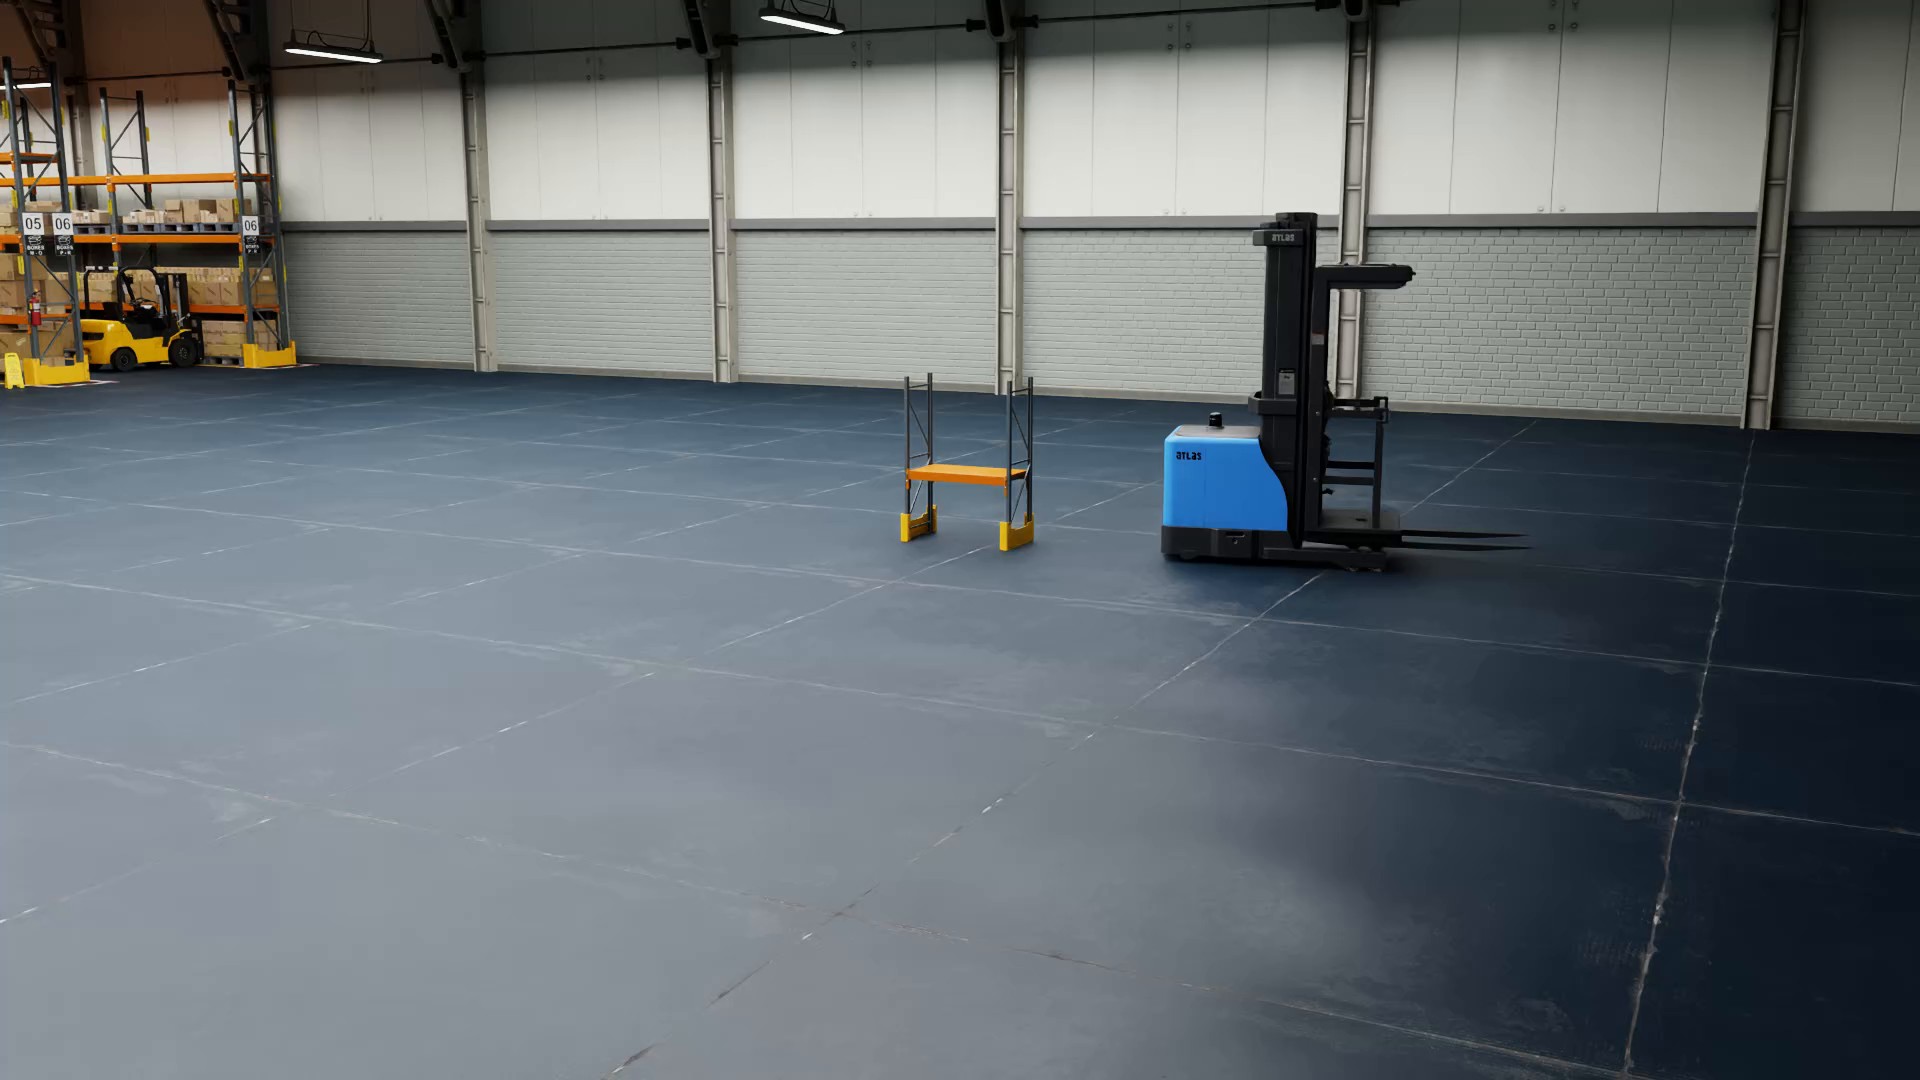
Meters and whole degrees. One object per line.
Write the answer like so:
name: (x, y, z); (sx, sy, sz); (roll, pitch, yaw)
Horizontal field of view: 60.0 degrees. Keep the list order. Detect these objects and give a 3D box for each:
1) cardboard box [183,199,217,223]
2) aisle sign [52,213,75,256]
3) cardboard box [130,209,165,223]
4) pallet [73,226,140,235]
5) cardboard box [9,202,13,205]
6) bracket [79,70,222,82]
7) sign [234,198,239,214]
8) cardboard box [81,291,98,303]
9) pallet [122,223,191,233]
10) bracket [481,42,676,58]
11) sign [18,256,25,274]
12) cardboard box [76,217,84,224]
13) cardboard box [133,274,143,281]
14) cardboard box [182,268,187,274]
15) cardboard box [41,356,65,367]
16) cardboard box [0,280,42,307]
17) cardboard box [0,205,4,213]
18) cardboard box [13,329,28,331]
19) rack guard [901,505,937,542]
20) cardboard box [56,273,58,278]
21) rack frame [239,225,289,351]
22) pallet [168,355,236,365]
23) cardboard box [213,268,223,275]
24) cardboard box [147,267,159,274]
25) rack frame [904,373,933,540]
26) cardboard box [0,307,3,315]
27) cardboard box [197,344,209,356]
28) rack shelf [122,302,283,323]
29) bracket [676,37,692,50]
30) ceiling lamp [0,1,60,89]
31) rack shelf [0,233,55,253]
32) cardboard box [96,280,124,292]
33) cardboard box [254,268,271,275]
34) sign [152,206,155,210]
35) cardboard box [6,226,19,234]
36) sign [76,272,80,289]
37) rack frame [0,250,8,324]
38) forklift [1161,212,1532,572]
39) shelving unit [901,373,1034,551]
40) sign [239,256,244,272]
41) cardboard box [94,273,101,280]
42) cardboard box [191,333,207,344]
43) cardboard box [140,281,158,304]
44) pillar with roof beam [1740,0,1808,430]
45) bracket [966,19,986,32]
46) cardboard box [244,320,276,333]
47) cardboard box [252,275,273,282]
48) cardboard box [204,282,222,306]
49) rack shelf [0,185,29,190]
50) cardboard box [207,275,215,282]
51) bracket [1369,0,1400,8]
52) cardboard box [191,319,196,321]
cardboard box: (-16.431, -7.154, 36.193); (0.500, 0.500, 0.700); (5, 11, 26)
aisle sign: (-17.053, -5.811, 31.637); (0.004, 0.787, 0.394); (5, 11, 26)
cardboard box: (-18.001, -7.179, 36.862); (0.500, 0.311, 0.500); (5, 12, 27)
pallet: (-19.436, -7.045, 37.868); (1.217, 0.209, 0.805); (5, 11, 24)
cardboard box: (-21.685, -7.596, 38.634); (0.500, 0.500, 0.500); (5, 11, 26)
bracket: (-18.118, -10.382, 37.236); (4.783, 0.066, 0.076); (5, 11, 26)
sign: (-15.305, -7.068, 35.192); (0.005, 0.325, 0.100); (5, 11, 26)
cardboard box: (-19.661, -5.558, 37.961); (0.500, 0.250, 0.500); (5, 11, 25)
pallet: (-17.863, -6.965, 37.137); (1.213, 0.211, 1.003); (5, 11, 26)
bracket: (-7.356, -9.436, 32.012); (4.783, 0.066, 0.076); (5, 11, 26)
sign: (-17.509, -5.126, 31.009); (0.005, 0.325, 0.100); (5, 11, 26)
cardboard box: (-19.760, -7.242, 37.665); (0.250, 0.149, 0.380); (5, 11, 26)
cardboard box: (-18.237, -5.877, 37.196); (0.250, 0.149, 0.380); (5, 12, 27)
cardboard box: (-16.845, -5.910, 36.543); (0.250, 0.149, 0.380); (5, 11, 27)
cardboard box: (-17.846, -3.449, 32.424); (0.500, 0.250, 0.500); (5, 11, 25)
cardboard box: (-17.854, -4.682, 31.579); (0.500, 0.500, 0.500); (5, 11, 25)
cardboard box: (-17.894, -6.238, 31.339); (0.250, 0.149, 0.380); (5, 12, 27)
cardboard box: (-18.339, -3.860, 32.591); (0.500, 0.500, 0.500); (5, 11, 24)
rack guard: (-0.378, -0.156, 15.411); (0.087, 0.250, 0.587); (5, 11, 26)
cardboard box: (-20.633, -6.102, 38.441); (0.250, 0.149, 0.380); (5, 11, 26)
rack frame: (-15.052, -5.280, 36.003); (0.127, 3.000, 1.000); (5, 11, 26)
pallet: (-16.847, -4.058, 37.080); (1.213, 0.211, 1.003); (5, 11, 26)
cardboard box: (-15.948, -5.821, 36.050); (0.250, 0.149, 0.380); (5, 12, 27)
cardboard box: (-17.792, -5.976, 36.911); (0.250, 0.149, 0.380); (5, 12, 27)
rack frame: (-0.379, -0.771, 15.301); (0.032, 1.500, 0.500); (5, 11, 26)
cardboard box: (-18.172, -4.385, 31.761); (0.250, 0.149, 0.380); (5, 11, 25)
cardboard box: (-16.500, -4.202, 36.587); (0.500, 0.250, 0.500); (5, 11, 26)
rack shelf: (-16.846, -5.084, 36.938); (4.000, 0.370, 1.077); (5, 11, 26)
bracket: (-5.046, -9.233, 30.890); (0.430, 0.232, 0.235); (5, 11, 26)
ceiling lamp: (-19.488, -11.058, 34.691); (2.000, 3.185, 0.800); (5, 11, 26)
rack shelf: (-19.039, -5.767, 32.289); (4.000, 0.370, 1.077); (5, 11, 26)
cardboard box: (-19.193, -5.766, 37.702); (0.500, 0.250, 0.500); (5, 11, 25)
cardboard box: (-15.259, -5.856, 36.245); (0.250, 0.149, 0.380); (5, 11, 25)
sign: (-18.395, -7.454, 37.915); (0.005, 0.325, 0.100); (5, 11, 26)
cardboard box: (-17.689, -5.823, 31.285); (0.250, 0.149, 0.380); (5, 11, 26)
sign: (-17.005, -5.000, 32.023); (0.005, 0.325, 0.100); (5, 11, 26)
rack frame: (-22.227, -5.911, 39.487); (0.127, 3.000, 1.000); (5, 11, 26)
forklift: (3.300, -1.281, 14.097); (3.031, 2.935, 1.130); (3, 11, 14)
shelving unit: (0.068, -0.732, 15.083); (1.083, 1.500, 0.587); (5, 11, 26)
sign: (-15.305, -5.881, 35.406); (0.005, 0.325, 0.100); (5, 11, 26)
cardboard box: (-19.480, -6.001, 37.881); (0.250, 0.149, 0.380); (5, 11, 26)
cardboard box: (-16.544, -4.447, 36.537); (0.500, 0.250, 0.500); (5, 11, 25)
cardboard box: (-17.883, -5.530, 37.100); (0.500, 0.500, 0.500); (5, 12, 27)
pillar with roof beam: (9.721, -5.380, 19.707); (0.400, 9.000, 9.100); (5, 11, 26)
bracket: (0.335, -8.760, 28.277); (0.430, 0.232, 0.235); (5, 11, 26)
cardboard box: (-15.400, -4.694, 36.498); (0.500, 0.250, 0.500); (5, 11, 25)
cardboard box: (-15.242, -5.717, 36.313); (0.250, 0.149, 0.380); (5, 11, 24)
cardboard box: (-16.071, -5.369, 36.211); (0.500, 0.500, 0.500); (5, 12, 28)
rack shelf: (-24.020, -8.470, 39.923); (4.000, 0.370, 1.077); (5, 11, 26)
cardboard box: (-16.152, -5.698, 36.210); (0.250, 0.149, 0.380); (5, 11, 25)
bracket: (6.460, -8.222, 25.304); (0.430, 0.232, 0.235); (5, 11, 26)
cardboard box: (-16.972, -4.731, 36.703); (0.500, 0.250, 0.500); (5, 11, 25)
